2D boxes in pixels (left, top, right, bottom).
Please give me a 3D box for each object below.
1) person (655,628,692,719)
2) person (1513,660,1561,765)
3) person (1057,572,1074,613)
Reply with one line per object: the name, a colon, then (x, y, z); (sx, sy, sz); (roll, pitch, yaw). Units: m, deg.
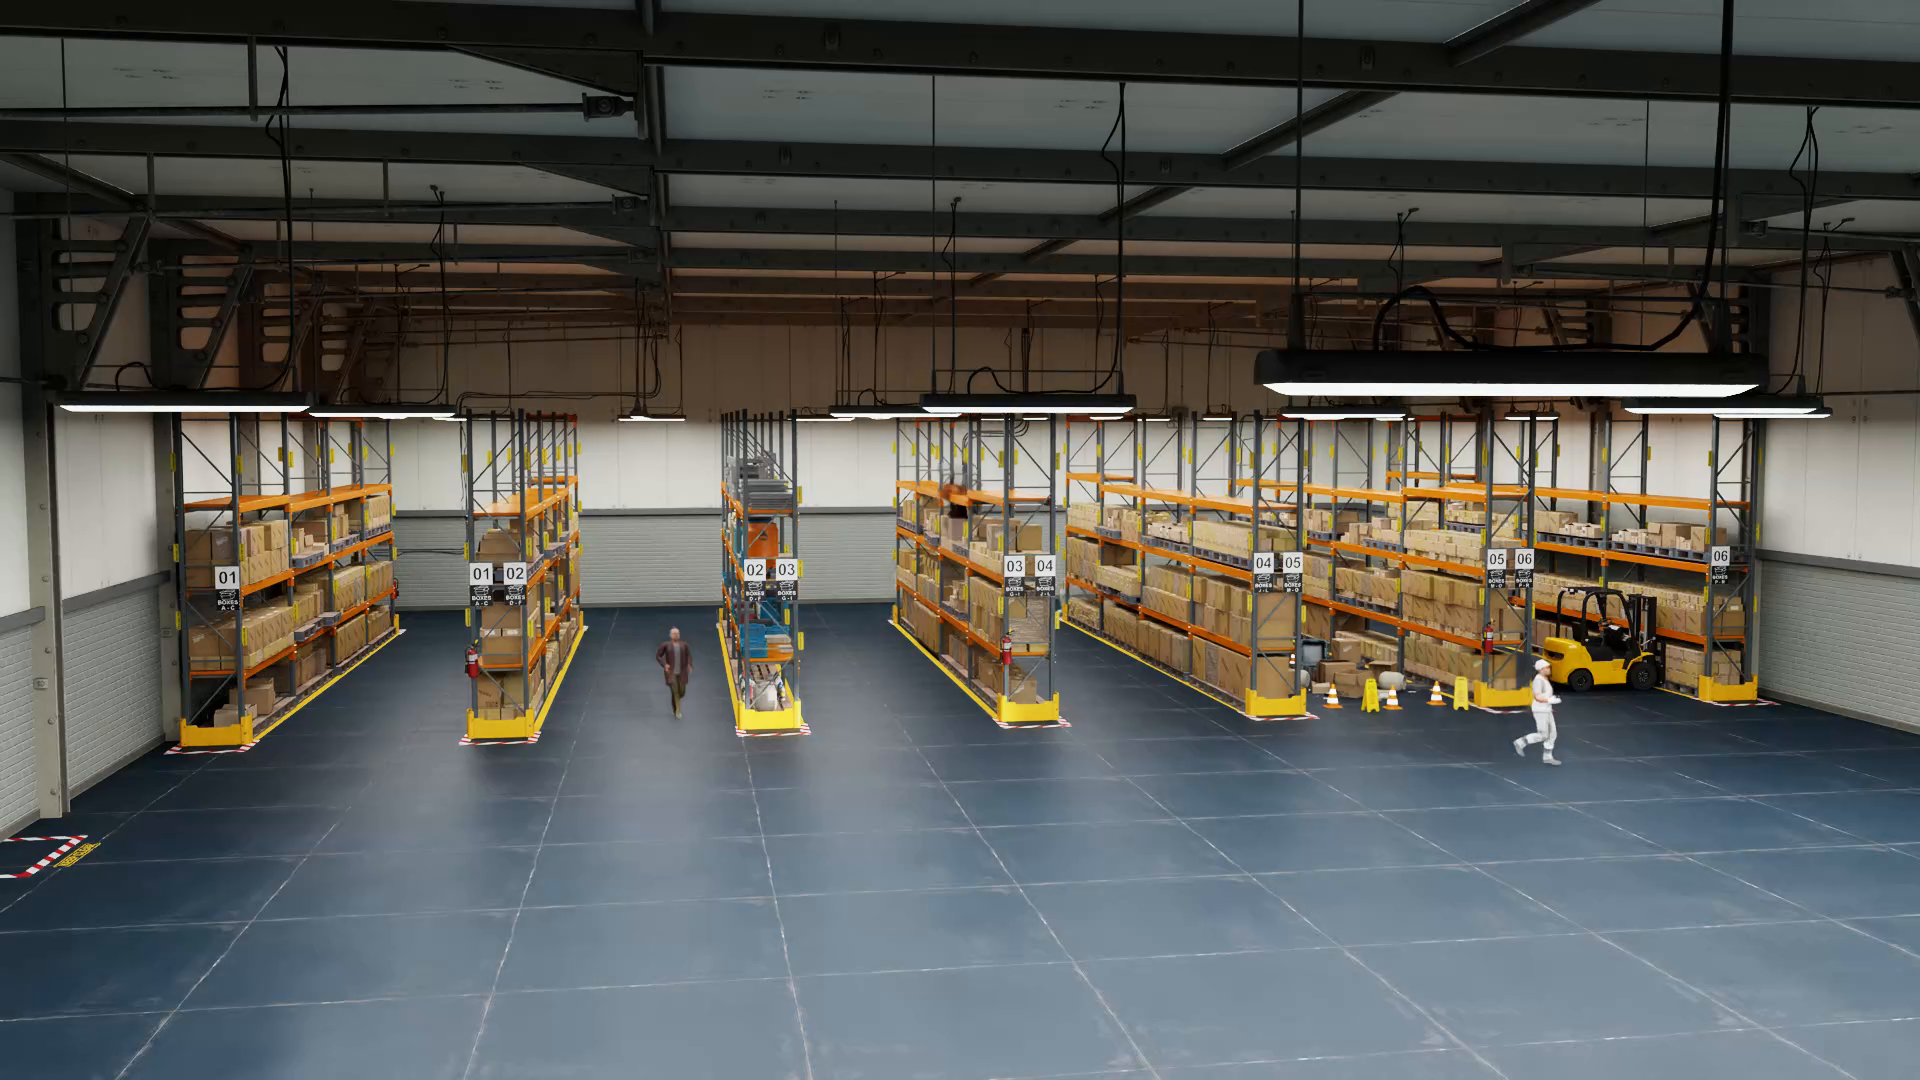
person: (-5.585, 2.596, 32.542); (0.712, 1.746, 0.722); (-2, 4, -24)
person: (9.743, 2.886, 27.993); (0.782, 1.757, 0.663); (2, 5, 30)
person: (3.225, 1.437, 49.925); (0.755, 1.601, 0.780); (1, 4, 17)
